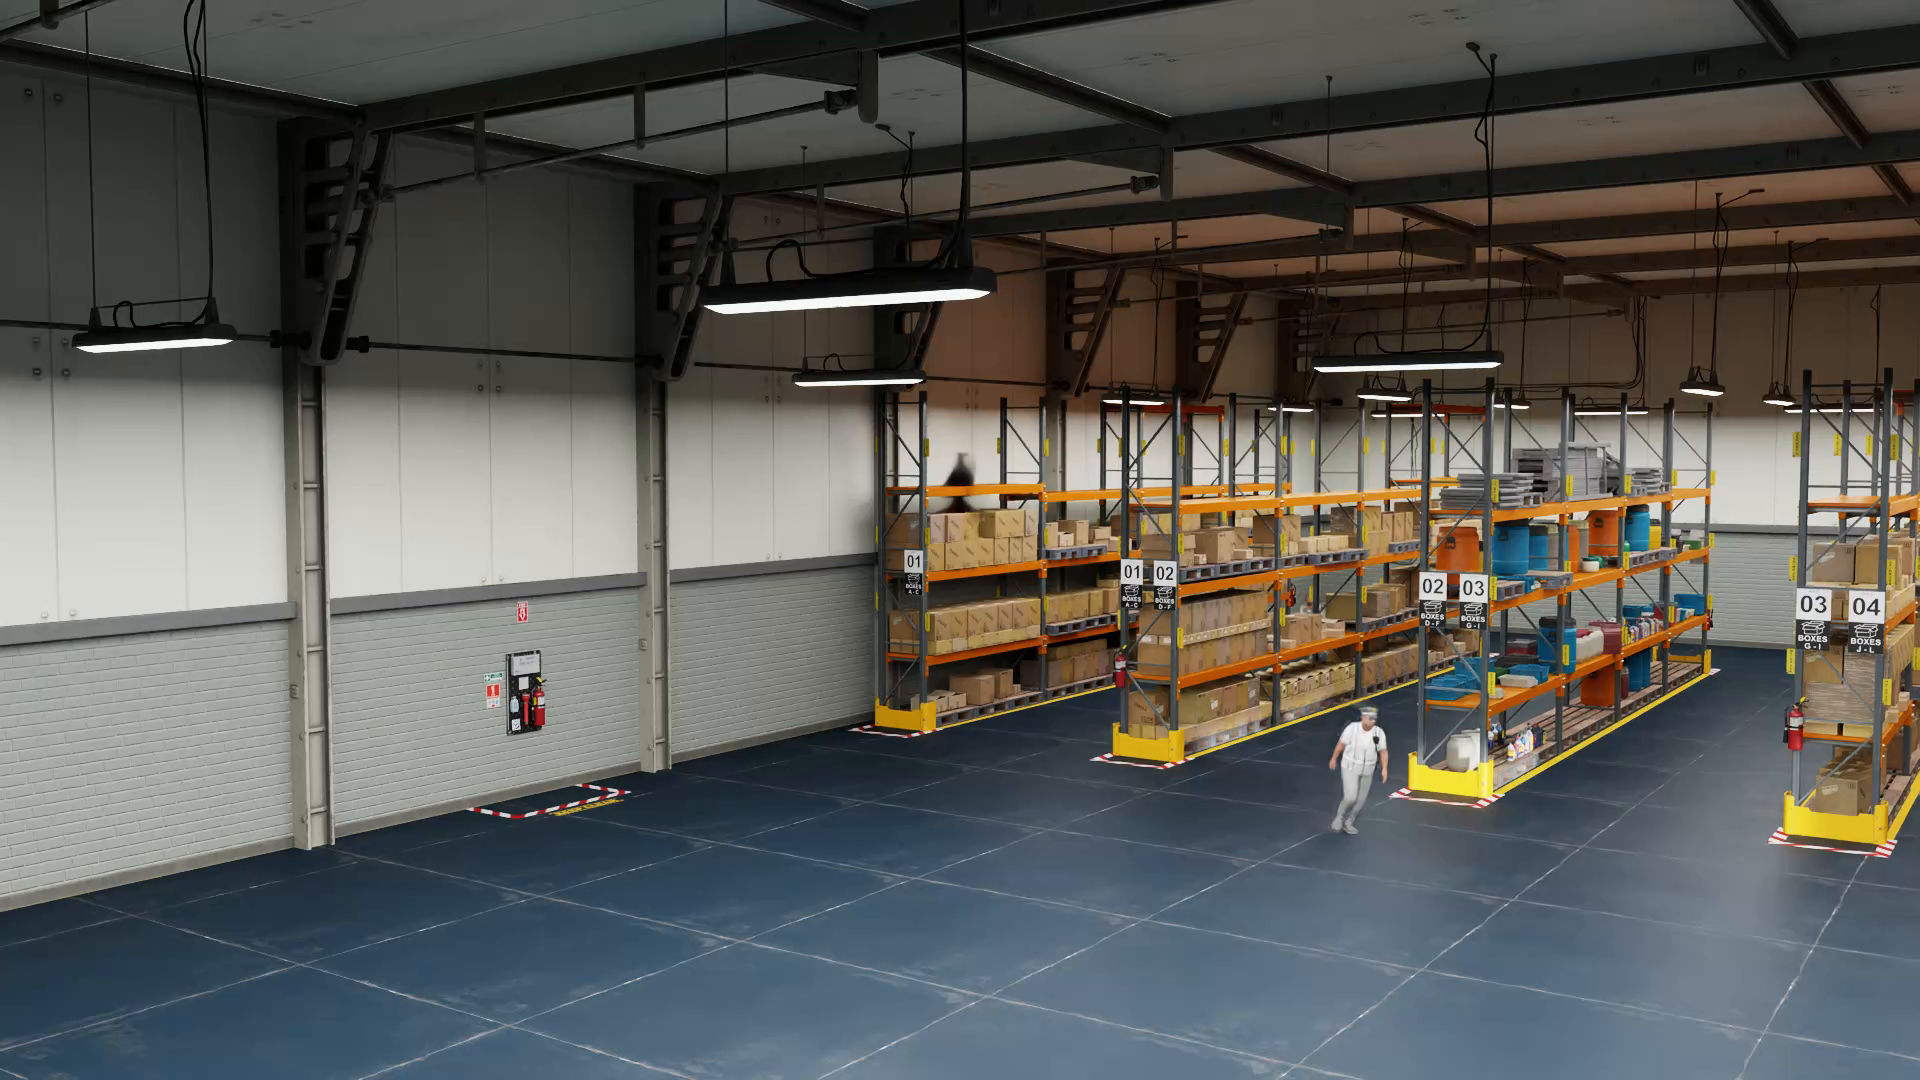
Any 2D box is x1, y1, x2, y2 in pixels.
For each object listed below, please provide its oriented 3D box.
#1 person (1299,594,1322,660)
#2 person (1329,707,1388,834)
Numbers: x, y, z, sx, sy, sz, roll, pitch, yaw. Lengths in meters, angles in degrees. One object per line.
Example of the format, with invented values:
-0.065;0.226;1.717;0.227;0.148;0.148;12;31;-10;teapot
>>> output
8.249;2.099;39.135;0.536;1.462;0.895;1;3;24;person
5.150;2.961;21.413;0.660;1.696;0.724;0;3;-8;person
